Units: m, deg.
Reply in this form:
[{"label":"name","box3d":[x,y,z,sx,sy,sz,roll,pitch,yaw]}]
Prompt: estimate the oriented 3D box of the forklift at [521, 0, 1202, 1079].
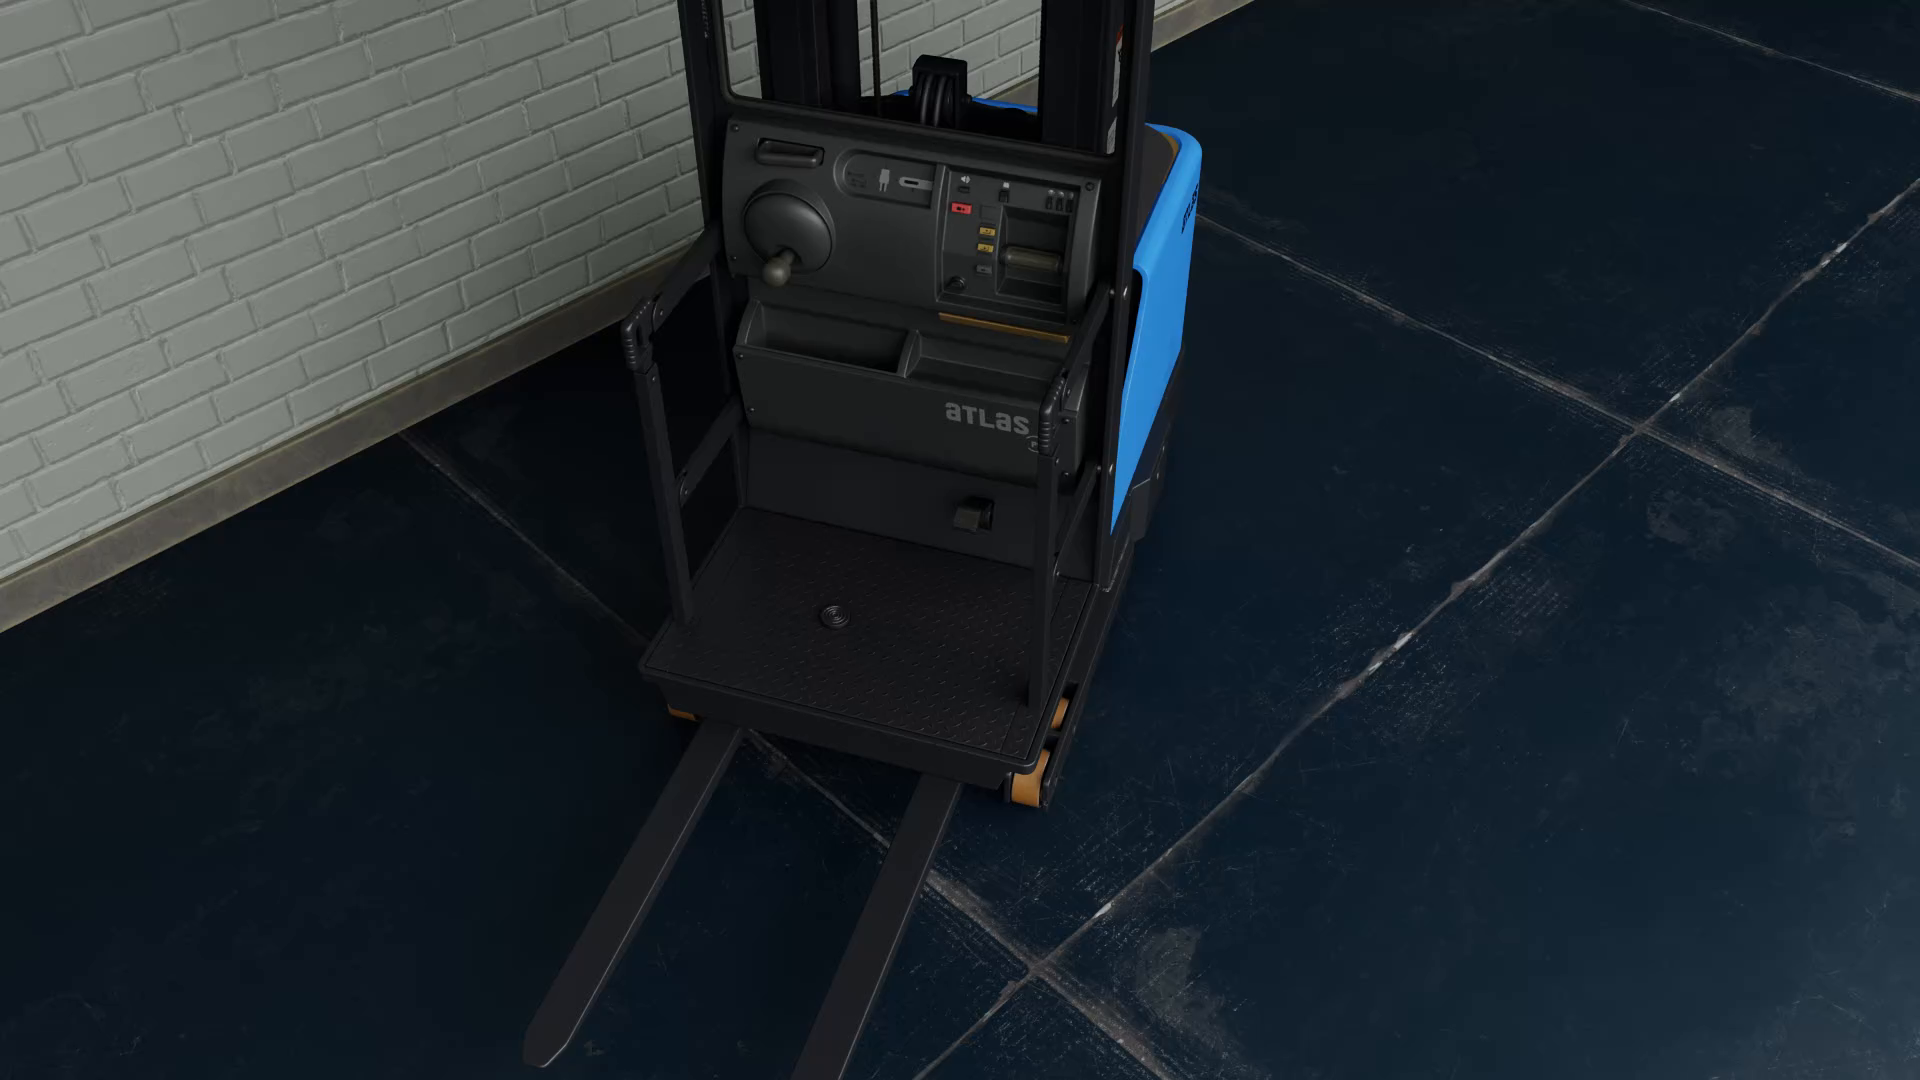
[{"label":"forklift","box3d":[-0.192,-0.671,3.816,1.130,2.935,3.031,12,44,13]}]
